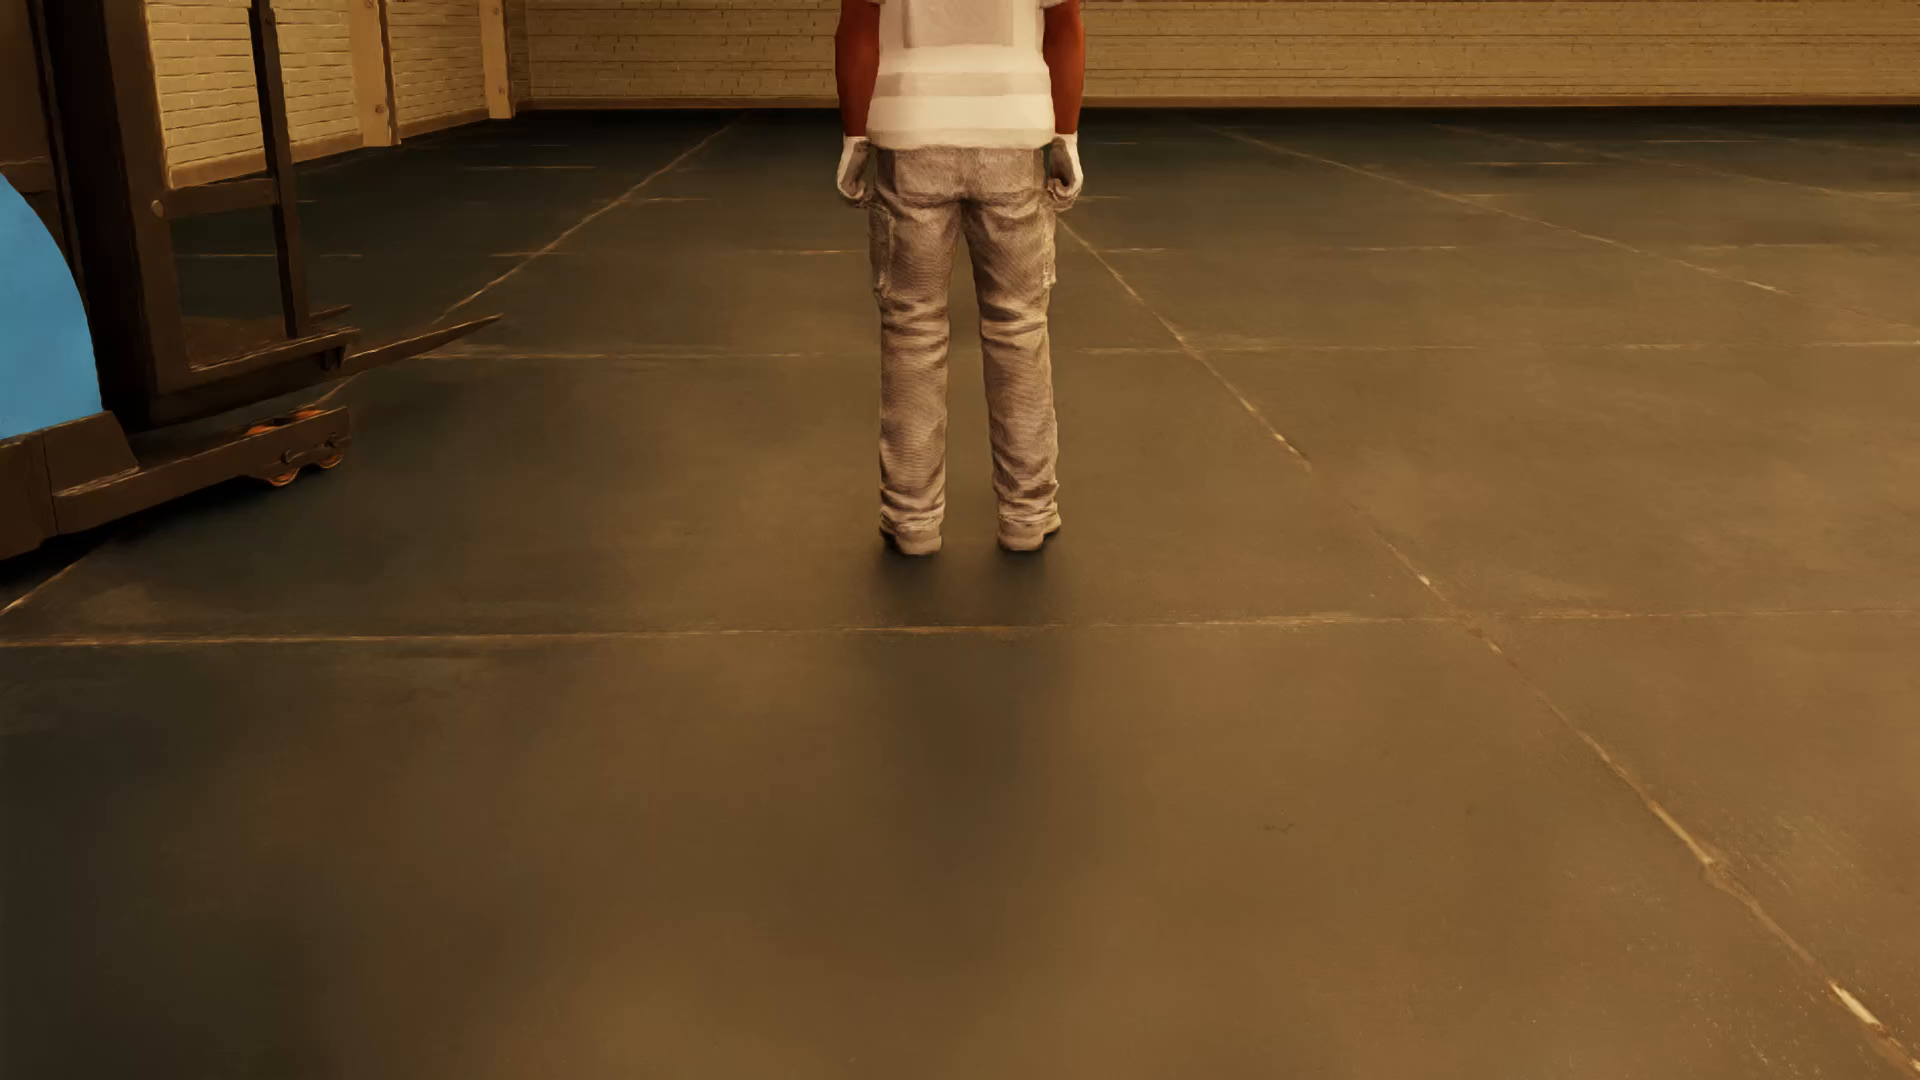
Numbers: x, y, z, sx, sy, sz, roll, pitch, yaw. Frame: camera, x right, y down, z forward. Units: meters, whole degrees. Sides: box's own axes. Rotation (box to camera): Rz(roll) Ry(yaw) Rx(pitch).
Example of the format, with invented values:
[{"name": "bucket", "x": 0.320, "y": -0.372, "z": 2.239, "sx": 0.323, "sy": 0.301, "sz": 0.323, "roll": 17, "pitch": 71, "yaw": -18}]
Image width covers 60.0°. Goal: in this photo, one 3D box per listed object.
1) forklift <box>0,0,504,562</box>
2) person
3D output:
[{"name": "forklift", "x": -2.320, "y": -1.568, "z": 4.032, "sx": 1.130, "sy": 2.935, "sz": 3.031, "roll": 5, "pitch": 18, "yaw": 16}, {"name": "person", "x": -0.002, "y": -0.858, "z": 3.669, "sx": 0.546, "sy": 1.790, "sz": 0.365, "roll": -1, "pitch": 17, "yaw": -3}]
